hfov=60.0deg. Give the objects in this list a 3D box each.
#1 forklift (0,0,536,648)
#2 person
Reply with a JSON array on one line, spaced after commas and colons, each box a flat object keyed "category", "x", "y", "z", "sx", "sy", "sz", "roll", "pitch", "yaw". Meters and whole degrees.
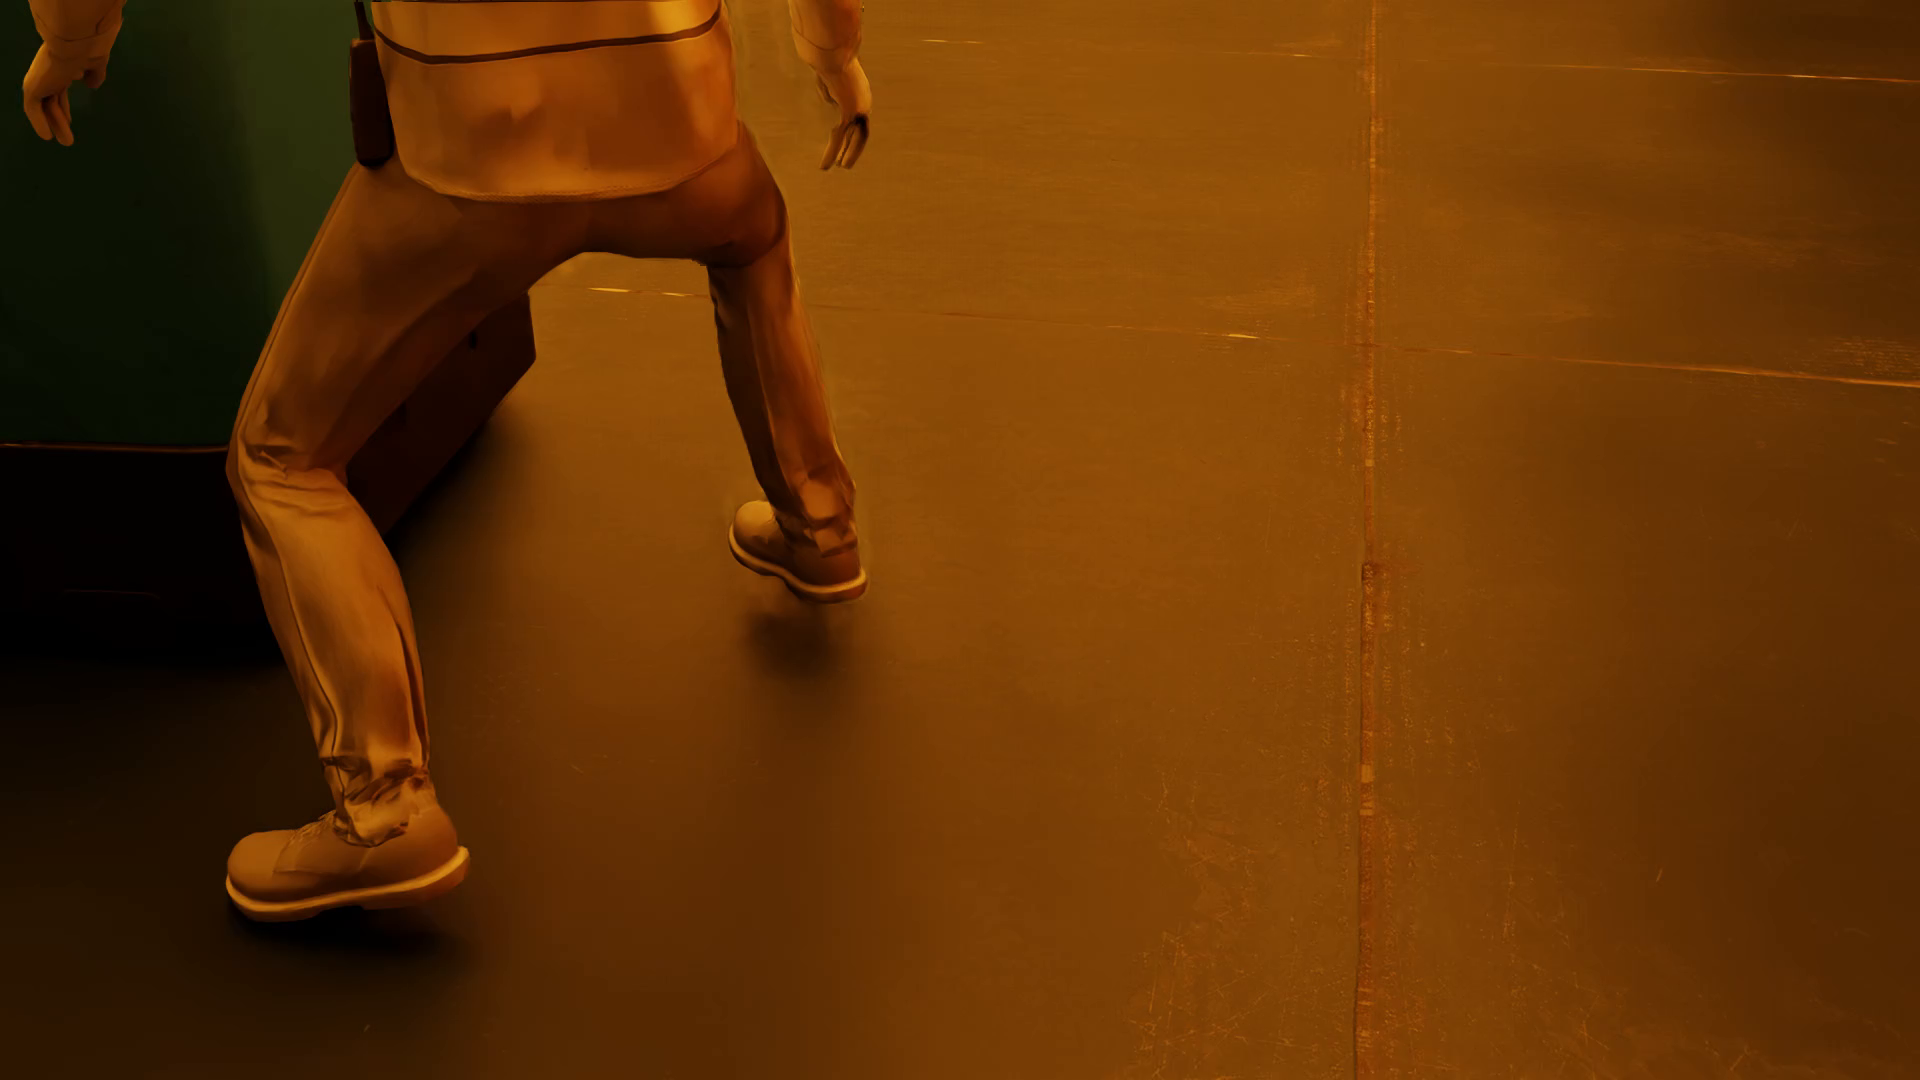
[{"category": "forklift", "x": -2.302, "y": -1.423, "z": 2.066, "sx": 3.031, "sy": 2.935, "sz": 1.130, "roll": 2, "pitch": 27, "yaw": 4}, {"category": "person", "x": -0.476, "y": -0.439, "z": 1.681, "sx": 0.881, "sy": 1.506, "sz": 0.688, "roll": -10, "pitch": 29, "yaw": -19}]
